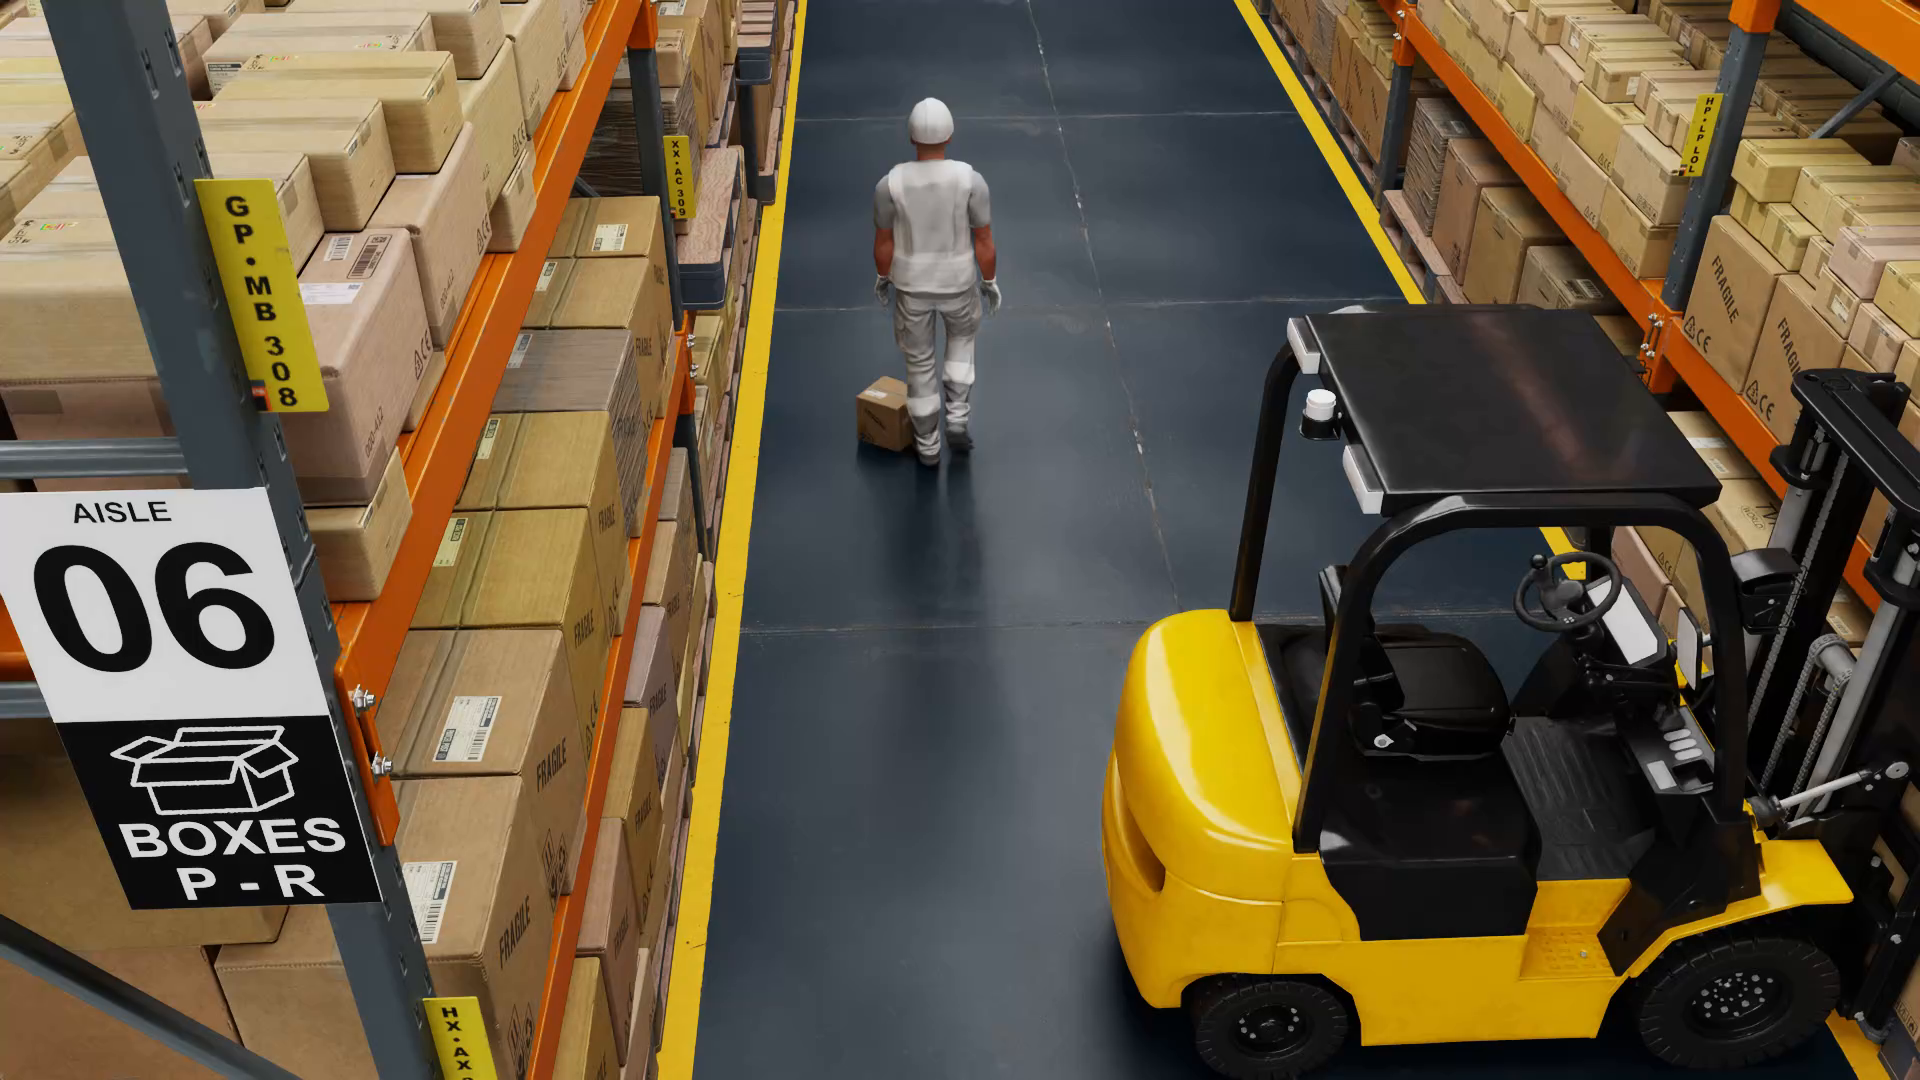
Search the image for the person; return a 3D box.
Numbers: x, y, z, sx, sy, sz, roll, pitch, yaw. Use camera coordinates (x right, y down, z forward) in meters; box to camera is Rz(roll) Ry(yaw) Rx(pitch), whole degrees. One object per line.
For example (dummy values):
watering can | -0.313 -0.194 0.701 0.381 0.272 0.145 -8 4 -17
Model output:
person | -0.105 -1.197 7.834 0.593 1.828 0.468 -2 35 -3
